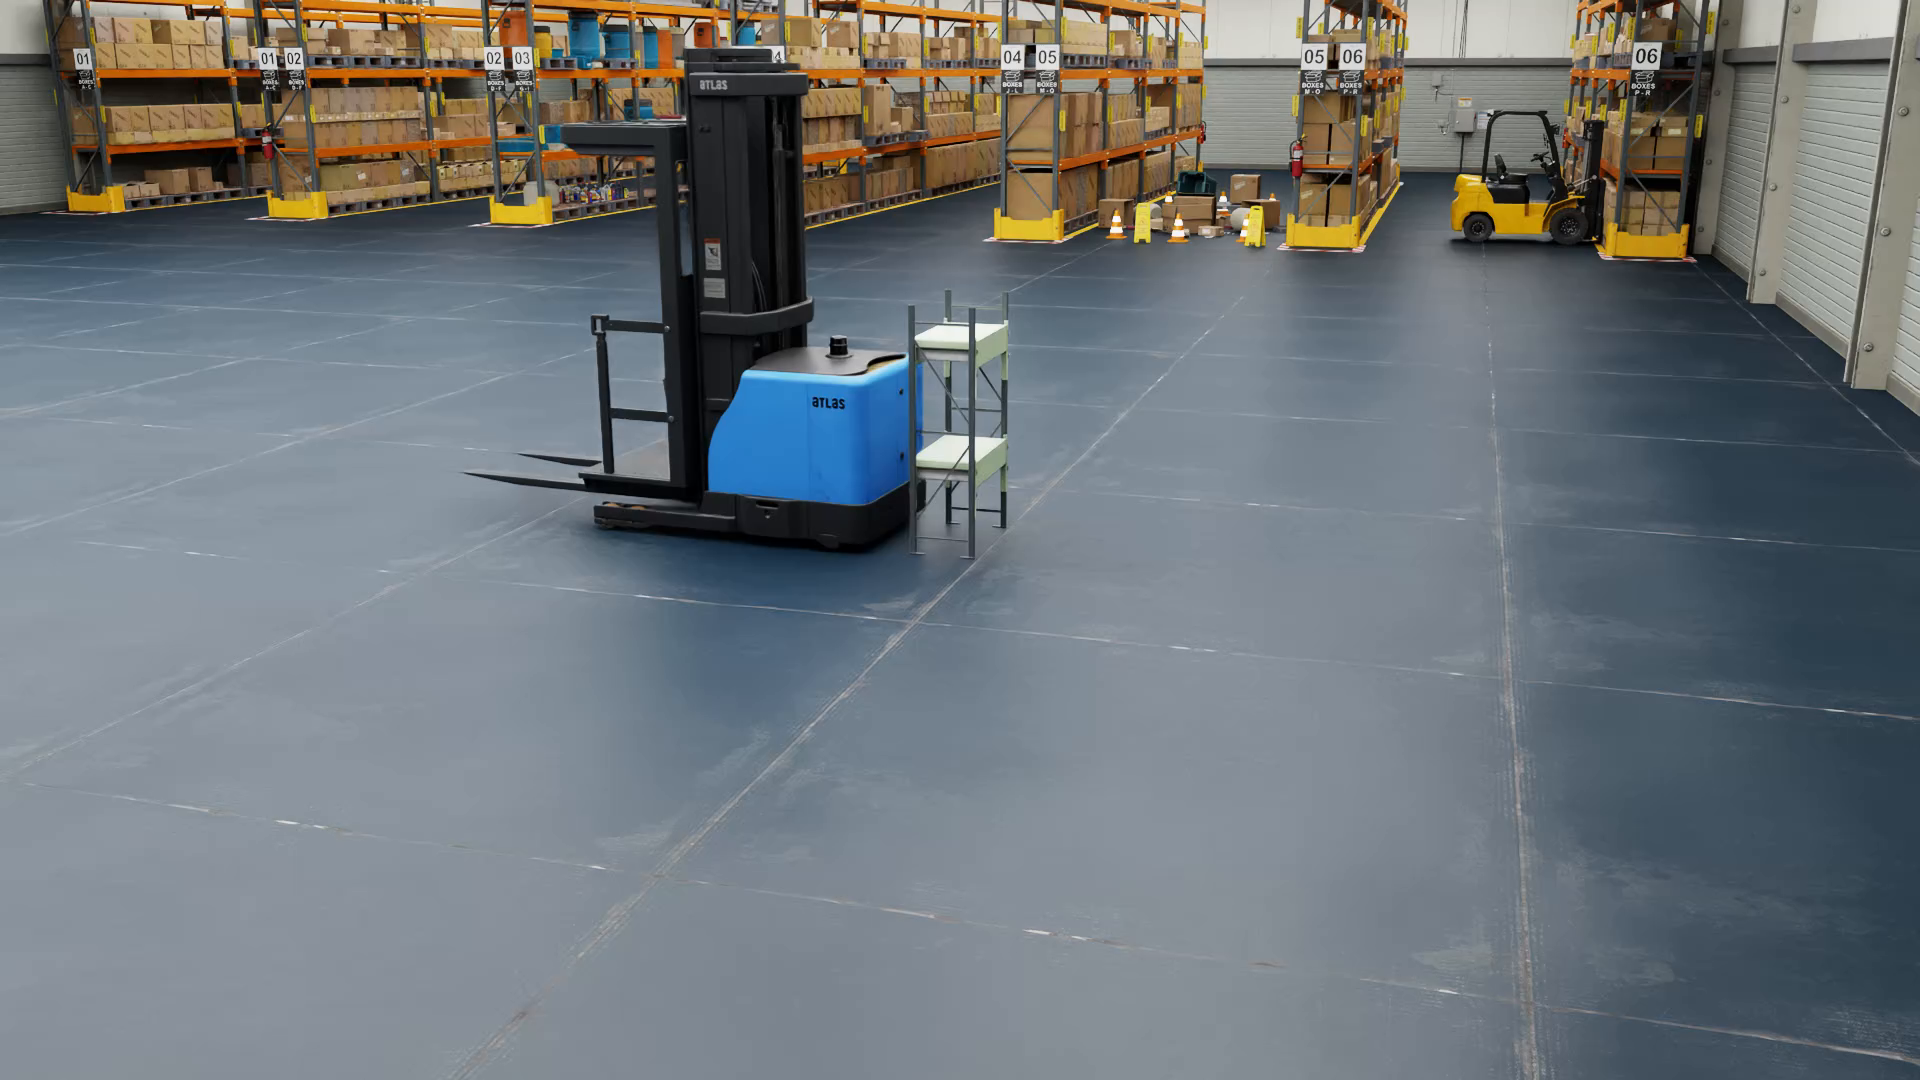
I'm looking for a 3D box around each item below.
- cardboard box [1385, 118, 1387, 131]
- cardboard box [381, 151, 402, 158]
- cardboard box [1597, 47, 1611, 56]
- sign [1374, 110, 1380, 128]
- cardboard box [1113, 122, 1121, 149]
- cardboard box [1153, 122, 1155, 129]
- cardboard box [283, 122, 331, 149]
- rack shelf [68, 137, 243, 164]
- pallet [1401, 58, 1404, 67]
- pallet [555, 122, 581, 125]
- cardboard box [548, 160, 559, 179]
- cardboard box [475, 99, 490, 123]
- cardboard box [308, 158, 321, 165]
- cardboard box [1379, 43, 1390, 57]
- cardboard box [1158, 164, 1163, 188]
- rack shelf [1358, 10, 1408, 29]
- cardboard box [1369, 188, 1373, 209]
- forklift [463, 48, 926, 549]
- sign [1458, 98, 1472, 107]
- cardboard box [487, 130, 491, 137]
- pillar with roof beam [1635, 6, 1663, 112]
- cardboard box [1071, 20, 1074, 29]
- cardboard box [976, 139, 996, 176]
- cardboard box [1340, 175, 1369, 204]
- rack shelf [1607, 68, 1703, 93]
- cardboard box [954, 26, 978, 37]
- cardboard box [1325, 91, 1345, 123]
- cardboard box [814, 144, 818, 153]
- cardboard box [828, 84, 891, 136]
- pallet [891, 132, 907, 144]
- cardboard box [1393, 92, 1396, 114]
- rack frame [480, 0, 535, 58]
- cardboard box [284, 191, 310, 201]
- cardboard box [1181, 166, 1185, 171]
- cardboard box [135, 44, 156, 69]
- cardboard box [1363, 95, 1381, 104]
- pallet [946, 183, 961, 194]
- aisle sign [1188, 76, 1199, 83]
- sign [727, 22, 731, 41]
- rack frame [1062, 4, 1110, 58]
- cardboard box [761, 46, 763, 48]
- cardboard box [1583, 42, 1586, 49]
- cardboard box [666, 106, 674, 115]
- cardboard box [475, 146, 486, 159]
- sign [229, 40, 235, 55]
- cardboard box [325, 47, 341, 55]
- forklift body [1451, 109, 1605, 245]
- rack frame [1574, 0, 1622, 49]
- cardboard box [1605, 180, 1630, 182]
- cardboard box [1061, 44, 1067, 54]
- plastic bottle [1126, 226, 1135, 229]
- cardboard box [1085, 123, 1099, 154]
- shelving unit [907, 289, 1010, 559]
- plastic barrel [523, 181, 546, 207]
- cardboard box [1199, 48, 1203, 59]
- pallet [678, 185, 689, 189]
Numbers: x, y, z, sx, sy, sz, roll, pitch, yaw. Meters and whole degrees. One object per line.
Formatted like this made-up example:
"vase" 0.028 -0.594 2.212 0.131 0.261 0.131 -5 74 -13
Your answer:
"cardboard box" 8.767 -8.794 35.195 0.500 0.250 0.500 5 17 17
"cardboard box" -14.921 -9.877 42.824 0.750 0.750 0.750 5 16 16
"cardboard box" 12.608 -9.506 32.326 0.380 0.166 0.250 5 16 16
"sign" 7.624 -7.707 30.418 0.100 0.325 0.005 5 16 16
"cardboard box" 2.877 -7.985 32.801 0.500 0.500 0.500 5 17 16
"cardboard box" 4.159 -9.264 37.185 0.380 0.149 0.250 5 17 17
"cardboard box" -12.889 -7.991 32.823 0.700 0.500 0.500 5 16 16
"rack shelf" -17.216 -8.382 35.703 1.077 0.370 4.000 5 16 16
"pallet" 10.311 -11.676 40.662 1.003 0.211 1.213 5 16 16
"pallet" -10.212 -10.332 41.609 1.003 0.211 1.213 5 16 16
"cardboard box" -10.213 -9.158 40.895 0.500 0.500 0.500 4 16 14
"cardboard box" -13.794 -12.011 46.629 0.980 0.700 0.700 4 16 13
"cardboard box" -15.923 -8.989 40.298 0.700 0.500 0.500 5 16 16
"cardboard box" 7.652 -9.025 30.661 0.500 0.250 0.500 4 16 14
"cardboard box" 4.335 -8.299 37.904 0.500 0.500 0.500 4 16 15
"rack shelf" 9.943 -12.295 39.235 1.077 0.370 4.000 5 16 16
"cardboard box" 7.449 -6.594 32.127 0.950 0.372 0.625 6 17 19
"forklift" -1.792 -1.587 10.554 3.031 2.935 1.130 6 17 20
"sign" 14.070 -12.202 46.338 0.339 0.242 0.001 5 16 16
"cardboard box" -11.069 -9.456 38.631 0.380 0.149 0.250 6 17 20
"pillar with roof beam" 11.069 -12.372 37.457 9.100 9.000 0.400 5 16 16
"cardboard box" 1.734 -8.793 28.381 0.380 0.149 0.250 4 16 15
"cardboard box" 0.393 -9.774 42.416 0.875 0.875 0.875 5 16 16
"cardboard box" 7.048 -6.262 29.804 0.500 0.500 0.500 5 17 17
"rack shelf" 11.293 -7.520 27.168 1.077 0.370 4.000 5 16 16
"cardboard box" 0.147 -12.540 41.035 0.500 0.250 0.500 4 16 12
"cardboard box" 6.051 -7.239 27.793 0.700 0.500 0.500 5 17 16
"cardboard box" -2.878 -7.315 31.084 0.380 0.149 0.250 5 16 16
"cardboard box" -2.040 -8.787 33.942 1.000 1.000 1.000 5 17 16
"pallet" -1.787 -8.532 35.265 1.003 0.211 1.213 5 16 16
"cardboard box" 9.742 -10.059 38.279 0.500 0.500 0.500 5 17 16
"rack frame" -8.286 -10.323 30.233 1.000 3.000 0.127 5 16 16
"cardboard box" -13.165 -6.864 33.302 0.500 0.250 0.500 5 16 16
"cardboard box" 5.343 -9.166 41.058 0.380 0.149 0.250 4 16 15
"cardboard box" -17.119 -10.048 34.540 0.500 0.500 0.500 5 17 18
"cardboard box" 8.044 -8.633 32.581 0.380 0.149 0.250 4 16 13
"pallet" -0.618 -8.323 39.285 1.003 0.211 1.213 5 16 16
"aisle sign" 6.045 -12.074 42.637 0.394 0.787 0.004 5 16 16
"sign" -4.063 -8.970 29.337 0.100 0.325 0.005 5 16 16
"rack frame" 2.327 -10.574 31.119 1.000 3.000 0.127 5 16 16
"cardboard box" -3.571 -8.771 29.803 0.380 0.149 0.250 4 16 14
"cardboard box" 13.461 -10.503 35.328 0.380 0.149 0.250 4 16 15
"cardboard box" -8.353 -11.918 46.666 0.500 0.500 0.500 5 17 18
"cardboard box" -13.769 -10.797 46.709 0.700 0.500 0.500 5 17 17
"sign" -16.125 -10.903 36.828 0.100 0.325 0.005 5 16 16
"cardboard box" -12.530 -9.708 32.995 0.380 0.149 0.250 5 16 16
"forklift body" 9.514 -6.129 27.998 2.313 2.155 1.214 5 16 16
"rack frame" 15.272 -12.972 39.574 1.000 3.000 0.127 5 16 16
"cardboard box" 11.268 -6.072 28.676 0.500 0.250 0.500 5 16 16
"cardboard box" 1.595 -8.279 28.031 0.380 0.149 0.250 5 17 16
"plastic bottle" 3.179 -5.693 30.289 0.283 0.061 0.133 -1 16 -3
"cardboard box" 2.099 -7.517 31.060 0.875 0.550 0.550 5 16 16
"shelving unit" -0.002 -0.720 10.119 0.431 1.500 0.755 5 16 16
"plastic barrel" -8.172 -6.620 31.961 0.421 0.512 0.421 0 16 0
"cardboard box" 5.850 -12.299 42.055 0.500 0.250 0.500 4 16 14
"pallet" -6.269 -7.989 38.107 1.003 0.211 1.213 5 16 16
